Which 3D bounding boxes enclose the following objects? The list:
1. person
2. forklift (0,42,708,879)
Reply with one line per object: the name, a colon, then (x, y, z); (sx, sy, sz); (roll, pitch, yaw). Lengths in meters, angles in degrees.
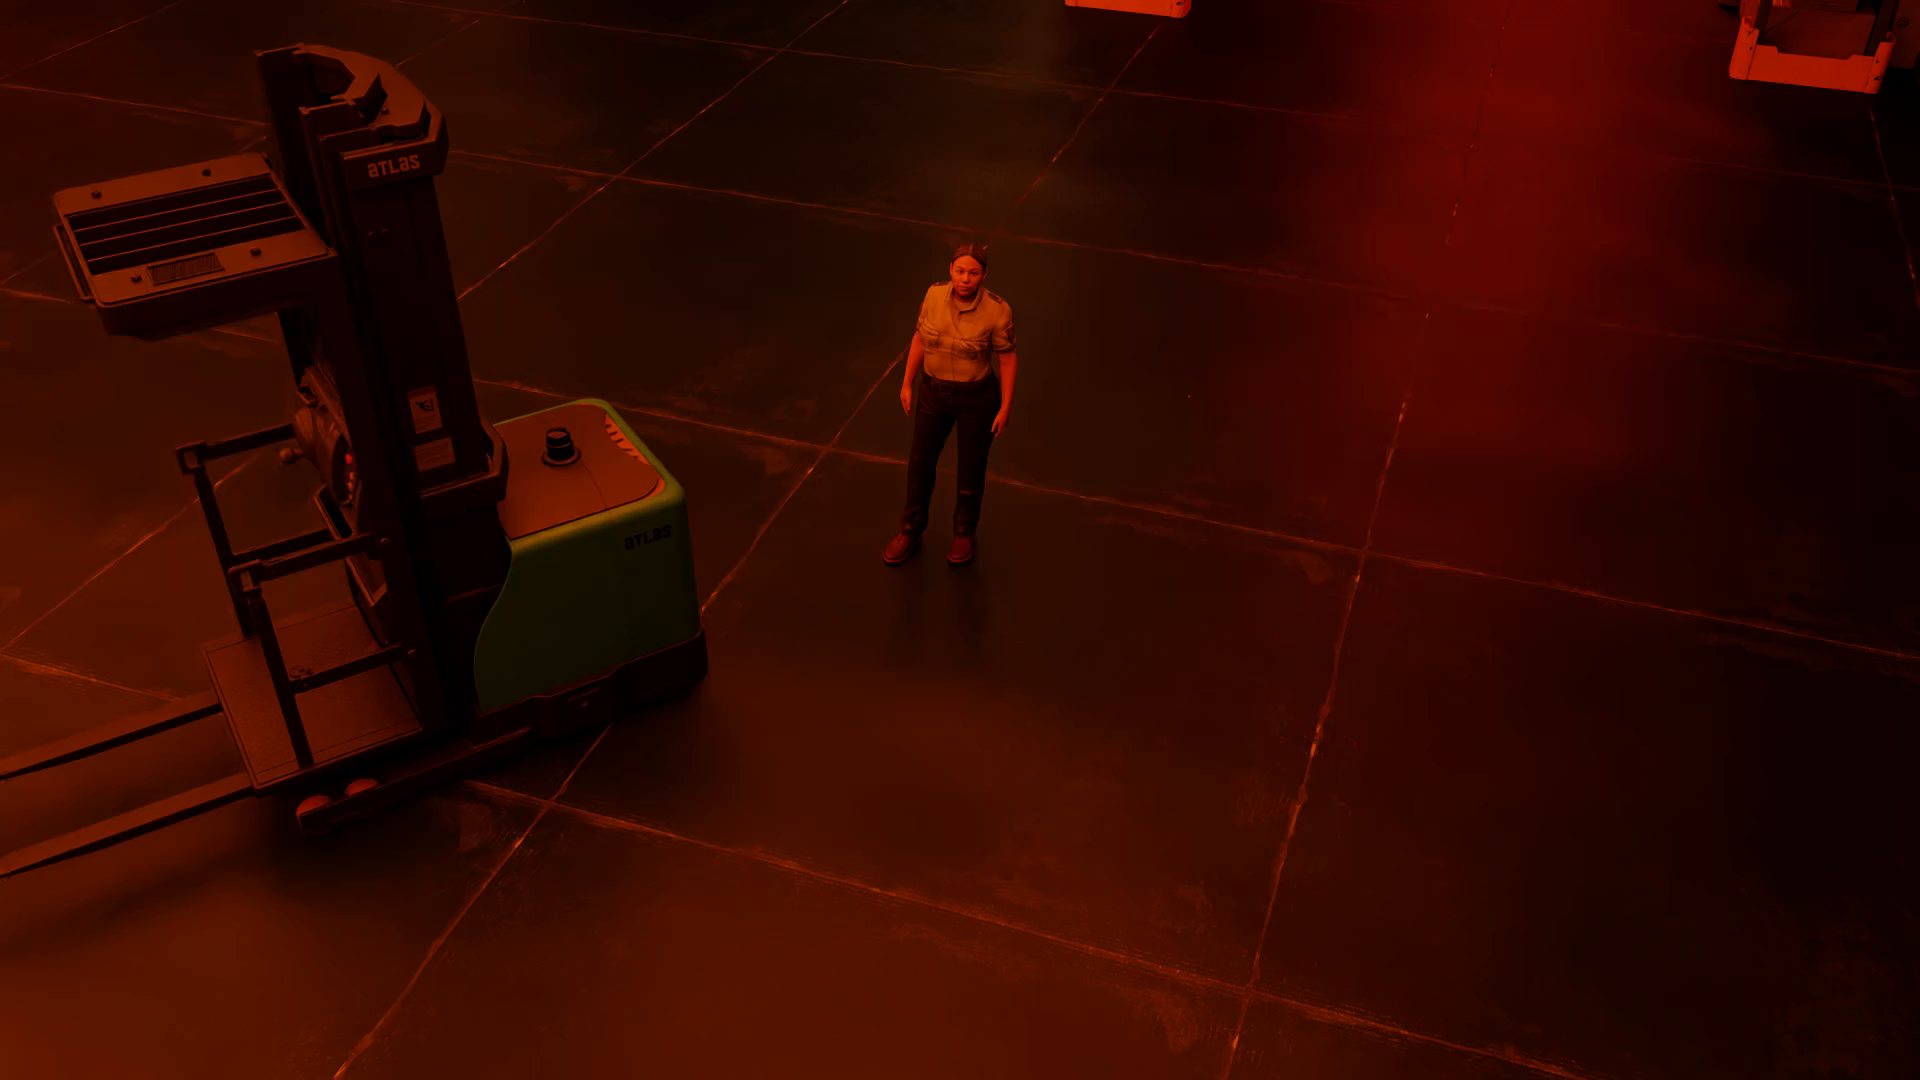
person: (-0.051, -0.635, 8.101); (0.598, 1.651, 0.503); (12, 37, 16)
forklift: (-2.687, -0.319, 6.561); (3.031, 2.935, 1.130); (-20, 40, -25)
